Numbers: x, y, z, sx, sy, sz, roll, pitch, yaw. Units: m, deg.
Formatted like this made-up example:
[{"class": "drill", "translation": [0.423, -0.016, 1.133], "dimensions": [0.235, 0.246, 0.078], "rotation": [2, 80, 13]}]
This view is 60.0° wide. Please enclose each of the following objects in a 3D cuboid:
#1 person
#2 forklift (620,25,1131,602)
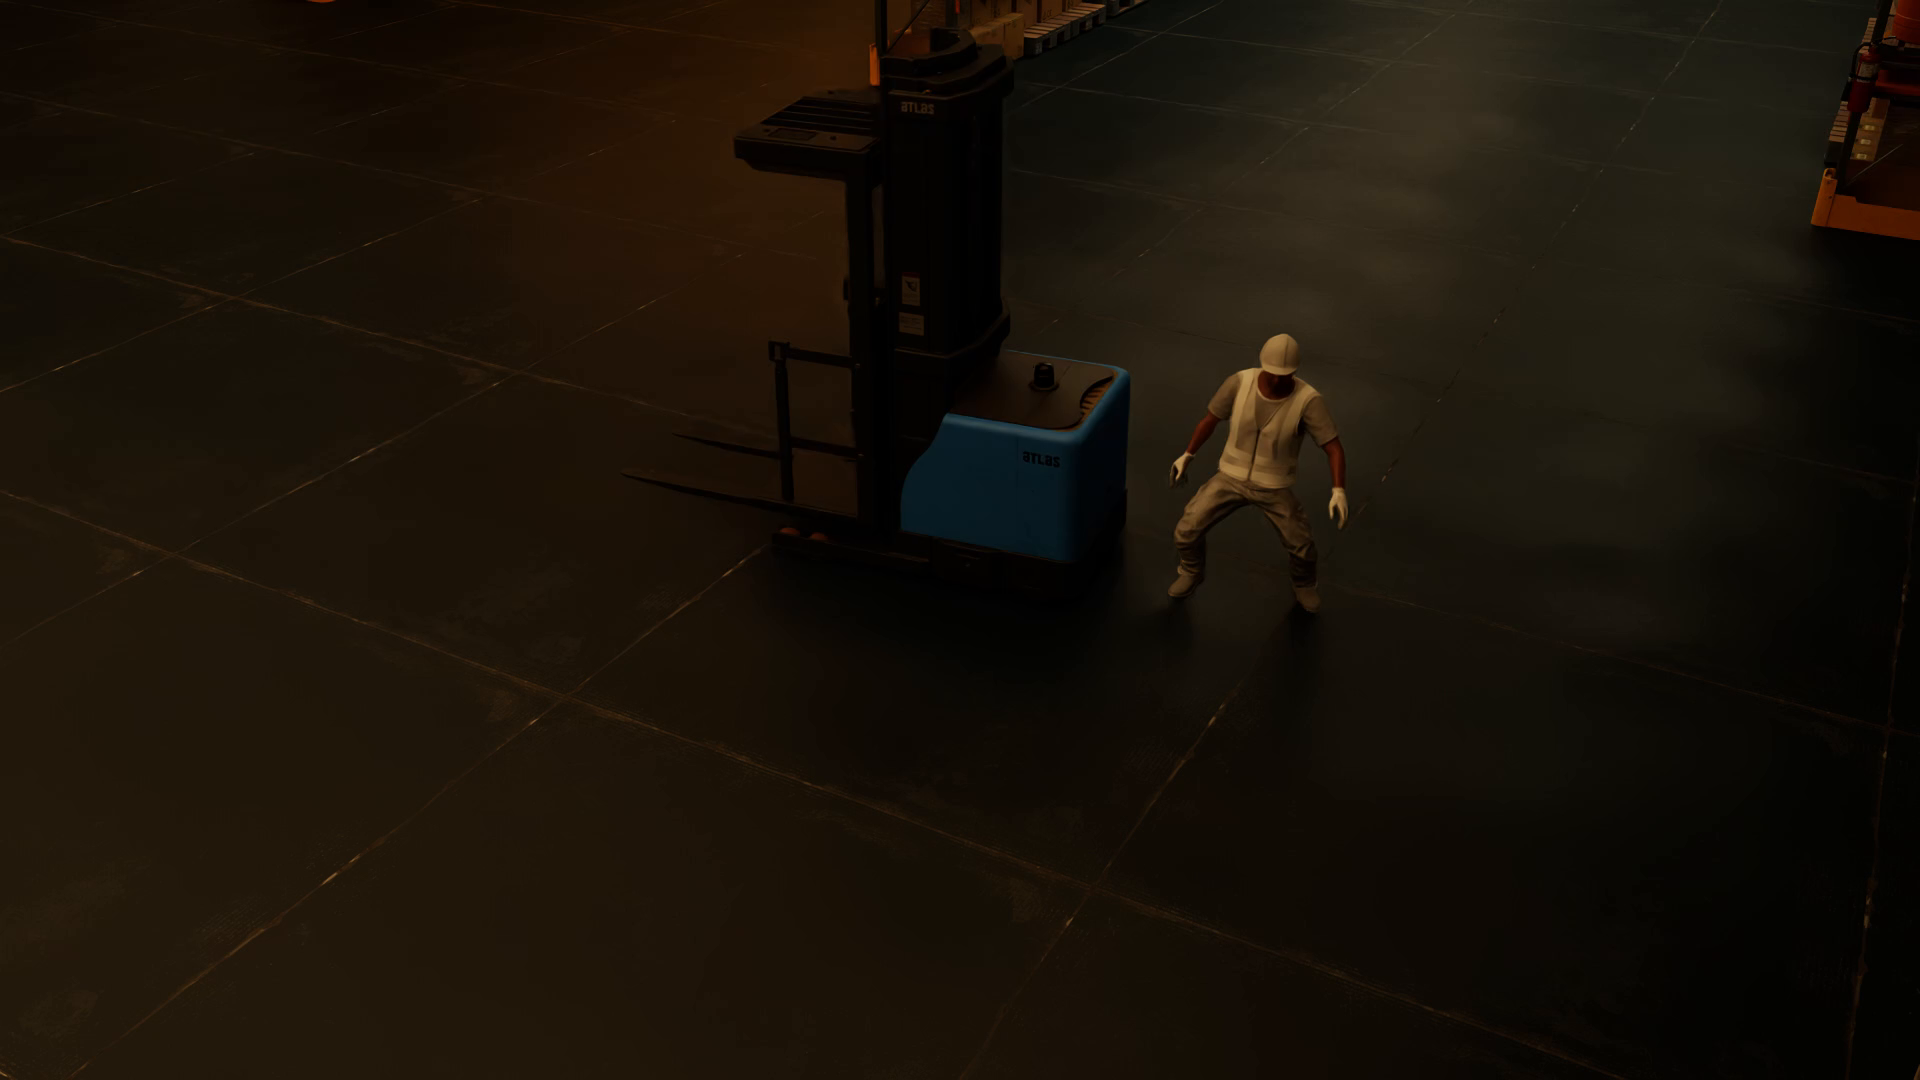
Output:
[{"class": "person", "translation": [1.637, -0.339, 8.968], "dimensions": [1.012, 1.651, 0.661], "rotation": [13, 32, 22]}, {"class": "forklift", "translation": [-0.575, -1.376, 9.454], "dimensions": [3.031, 2.935, 1.130], "rotation": [11, 32, 18]}]
